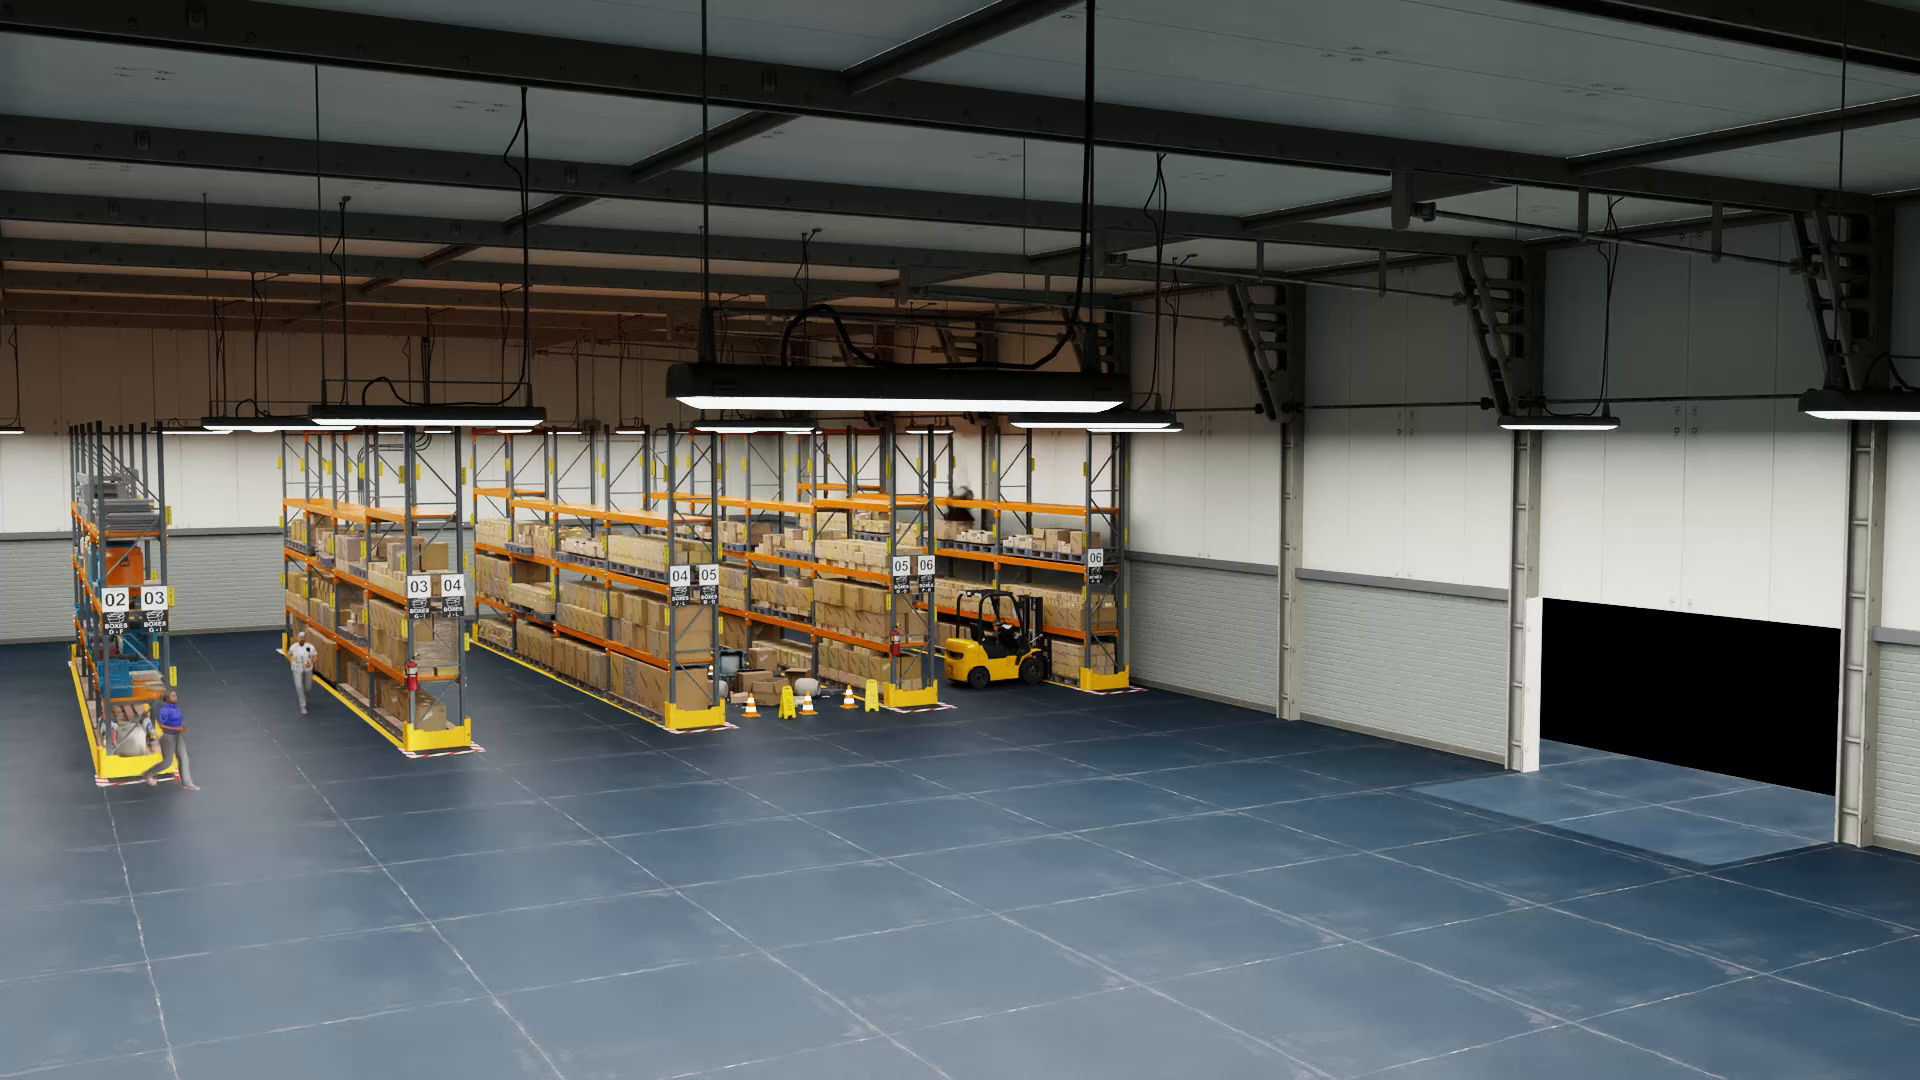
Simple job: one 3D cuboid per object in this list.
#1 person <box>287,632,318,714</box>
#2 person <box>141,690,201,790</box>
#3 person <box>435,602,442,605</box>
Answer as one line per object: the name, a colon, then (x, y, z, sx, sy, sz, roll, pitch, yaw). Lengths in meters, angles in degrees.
person: (-13.791, 2.767, 34.911, 0.578, 1.684, 1.066, -2, 4, -31)
person: (-12.743, 3.238, 26.831, 0.920, 1.643, 0.596, 0, 4, 2)
person: (-14.549, 1.949, 46.755, 0.665, 1.778, 0.841, 2, 4, 34)
